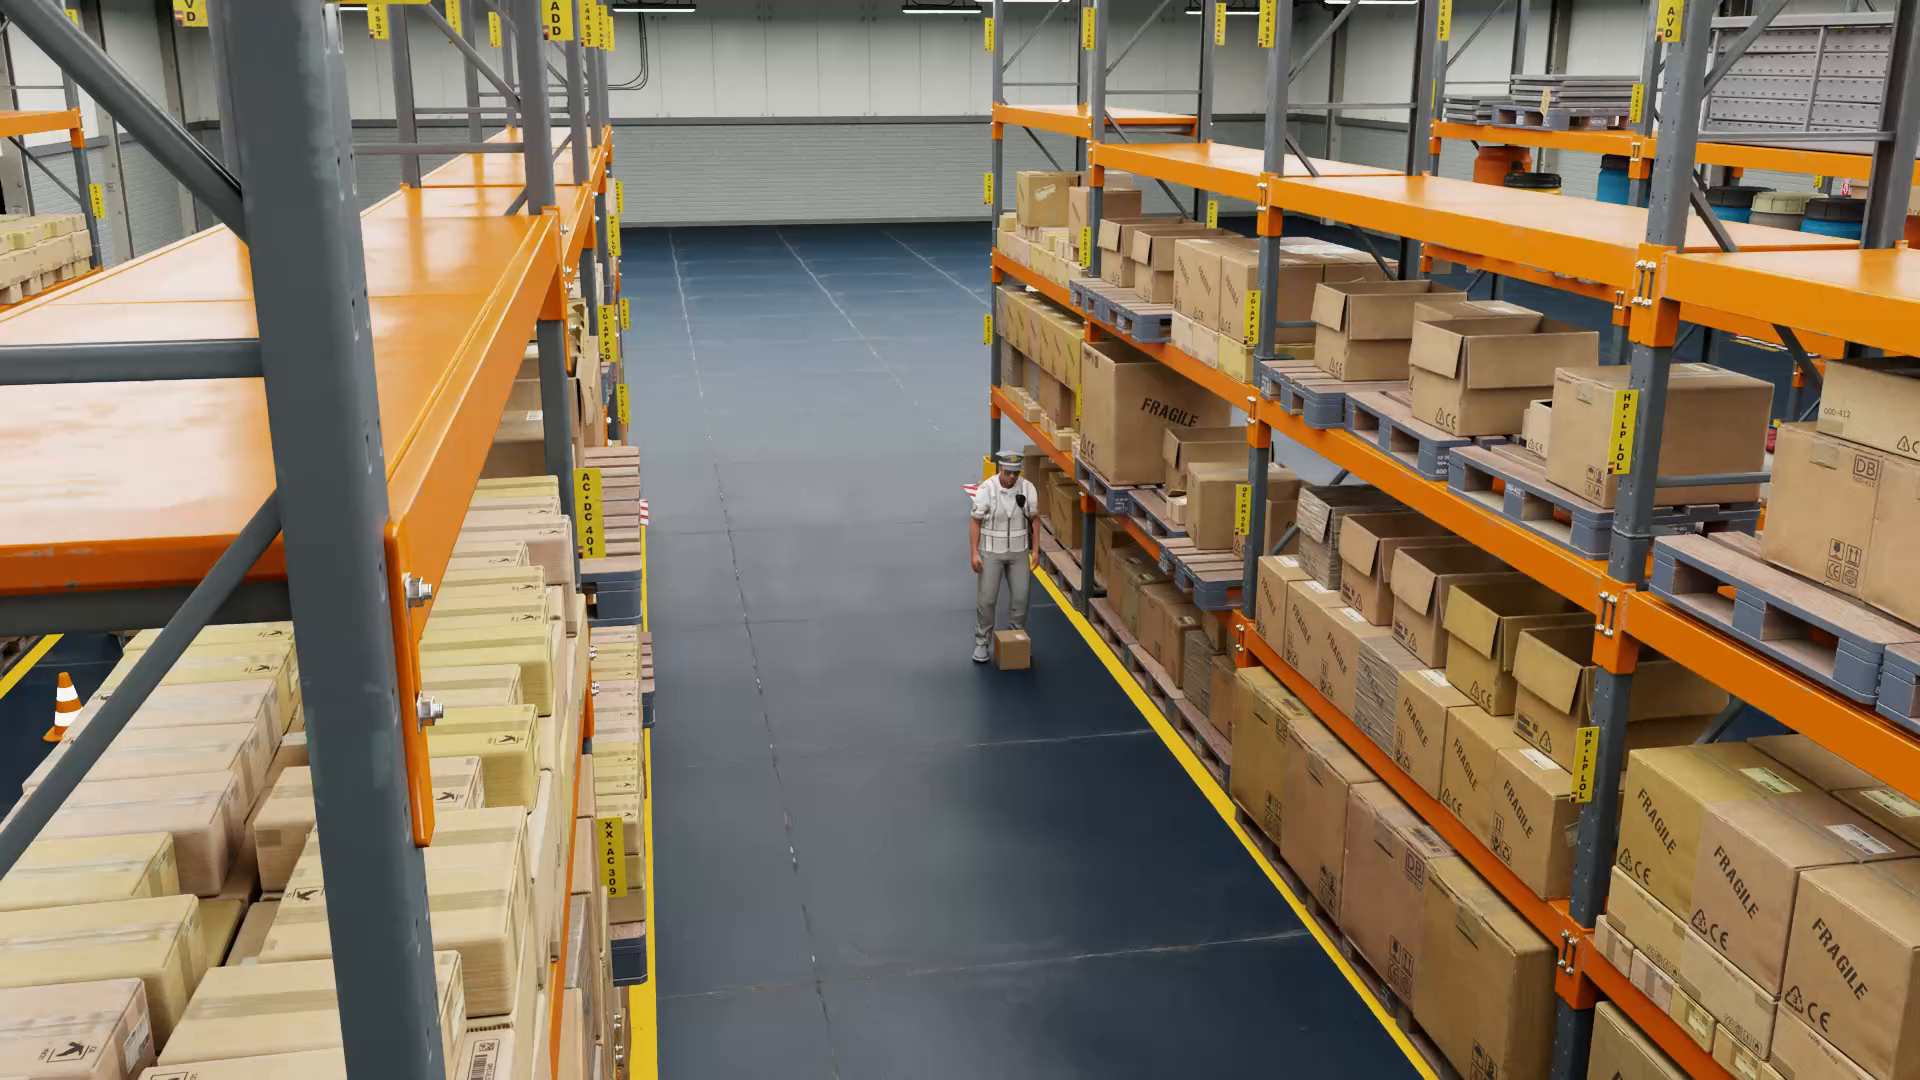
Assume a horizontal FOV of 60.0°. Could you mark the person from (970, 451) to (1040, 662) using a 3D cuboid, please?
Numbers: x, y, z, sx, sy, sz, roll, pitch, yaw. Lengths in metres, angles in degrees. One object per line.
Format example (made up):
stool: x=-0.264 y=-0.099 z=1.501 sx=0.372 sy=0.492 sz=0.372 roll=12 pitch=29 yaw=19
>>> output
person: x=0.367 y=0.103 z=13.664 sx=0.584 sy=1.748 sz=0.433 roll=-3 pitch=17 yaw=-10
